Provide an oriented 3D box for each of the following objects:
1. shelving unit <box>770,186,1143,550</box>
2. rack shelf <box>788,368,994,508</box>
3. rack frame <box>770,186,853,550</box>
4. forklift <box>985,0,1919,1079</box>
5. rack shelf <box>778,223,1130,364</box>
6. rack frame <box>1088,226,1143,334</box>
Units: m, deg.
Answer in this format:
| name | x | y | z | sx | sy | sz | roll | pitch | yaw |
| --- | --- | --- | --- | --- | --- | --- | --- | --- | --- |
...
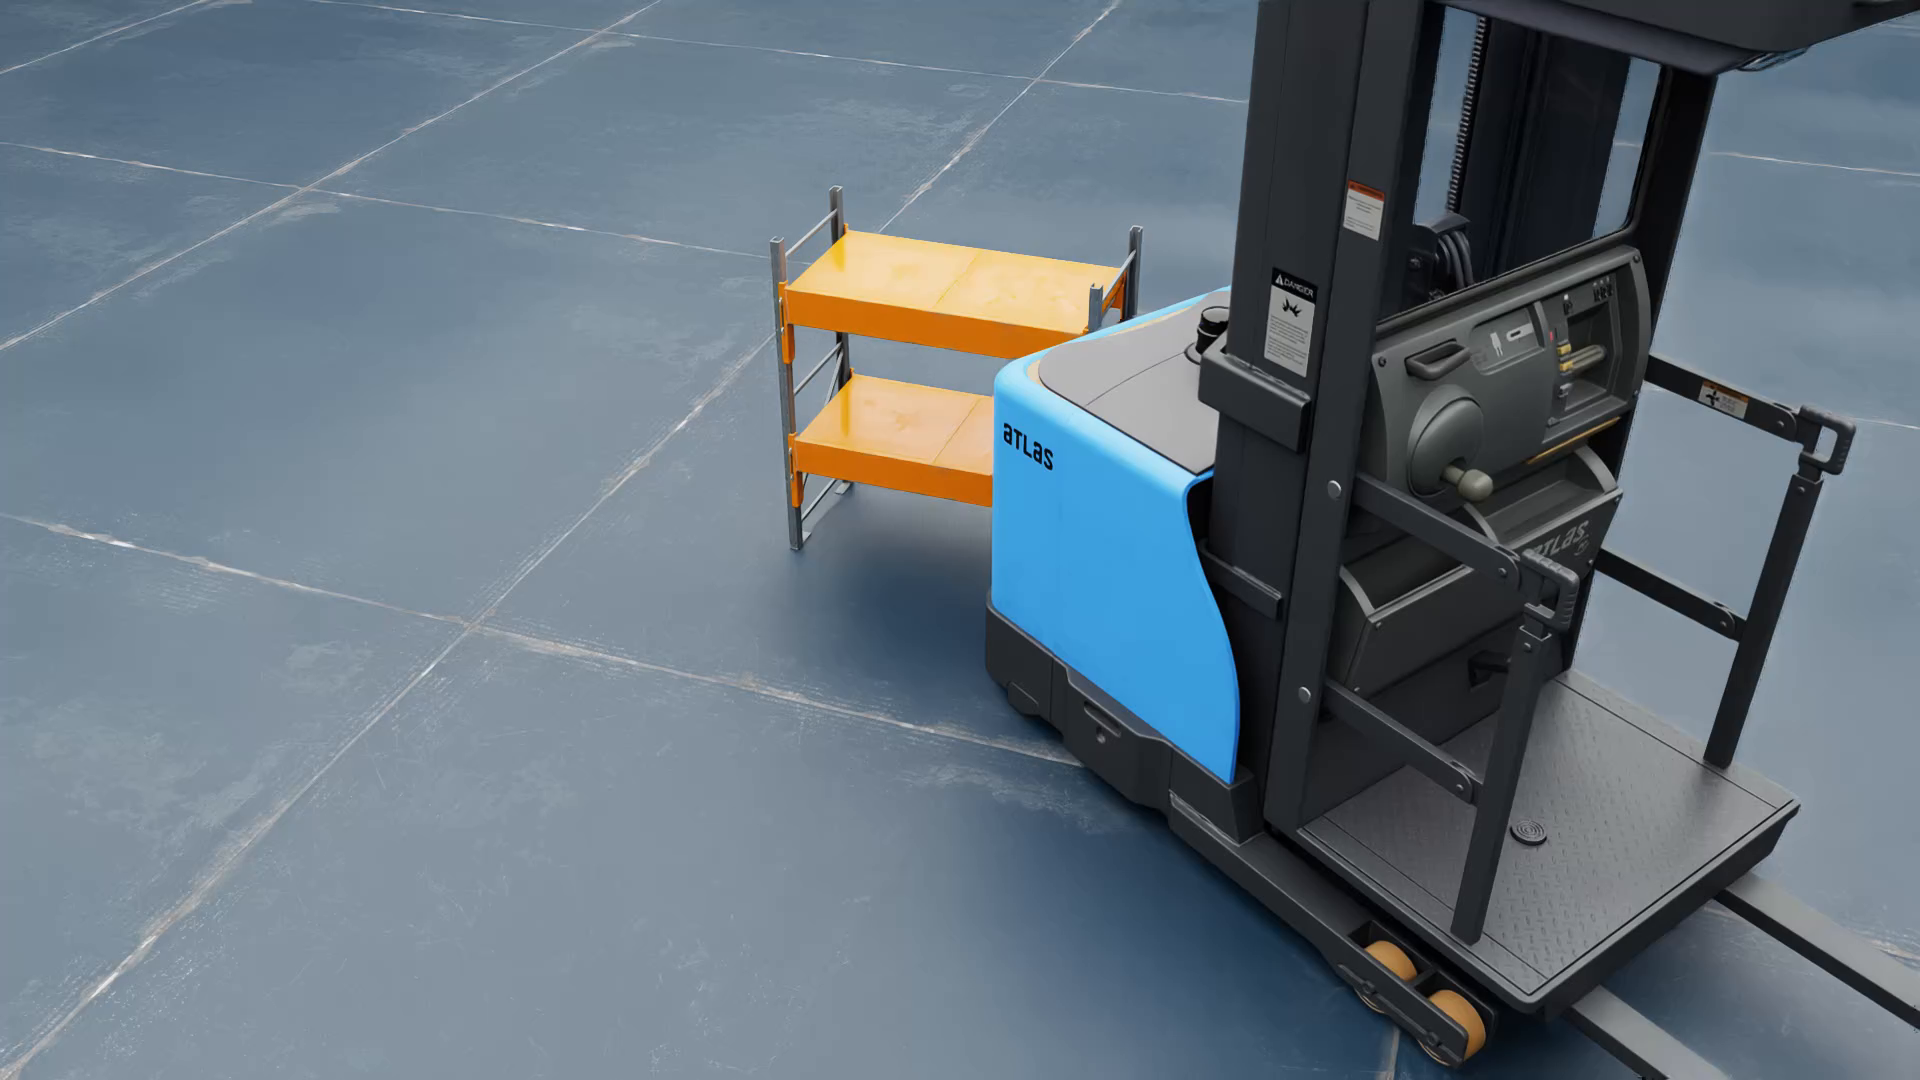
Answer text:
| name | x | y | z | sx | sy | sz | roll | pitch | yaw |
| --- | --- | --- | --- | --- | --- | --- | --- | --- | --- |
| shelving unit | -0.006 | -0.474 | 5.447 | 1.048 | 1.125 | 0.538 | 11 | 34 | 16 |
| rack shelf | -0.006 | -0.268 | 5.579 | 1.000 | 0.278 | 0.538 | 11 | 34 | 16 |
| rack frame | -0.485 | -0.567 | 5.591 | 0.032 | 1.125 | 0.500 | 11 | 34 | 16 |
| forklift | 1.363 | -0.319 | 3.543 | 1.130 | 2.935 | 3.031 | -22 | 39 | -30 |
| rack shelf | -0.006 | -0.720 | 5.288 | 1.000 | 0.278 | 0.538 | 11 | 34 | 16 |
| rack frame | 0.472 | -0.381 | 5.303 | 0.032 | 1.125 | 0.500 | 11 | 34 | 16 |
